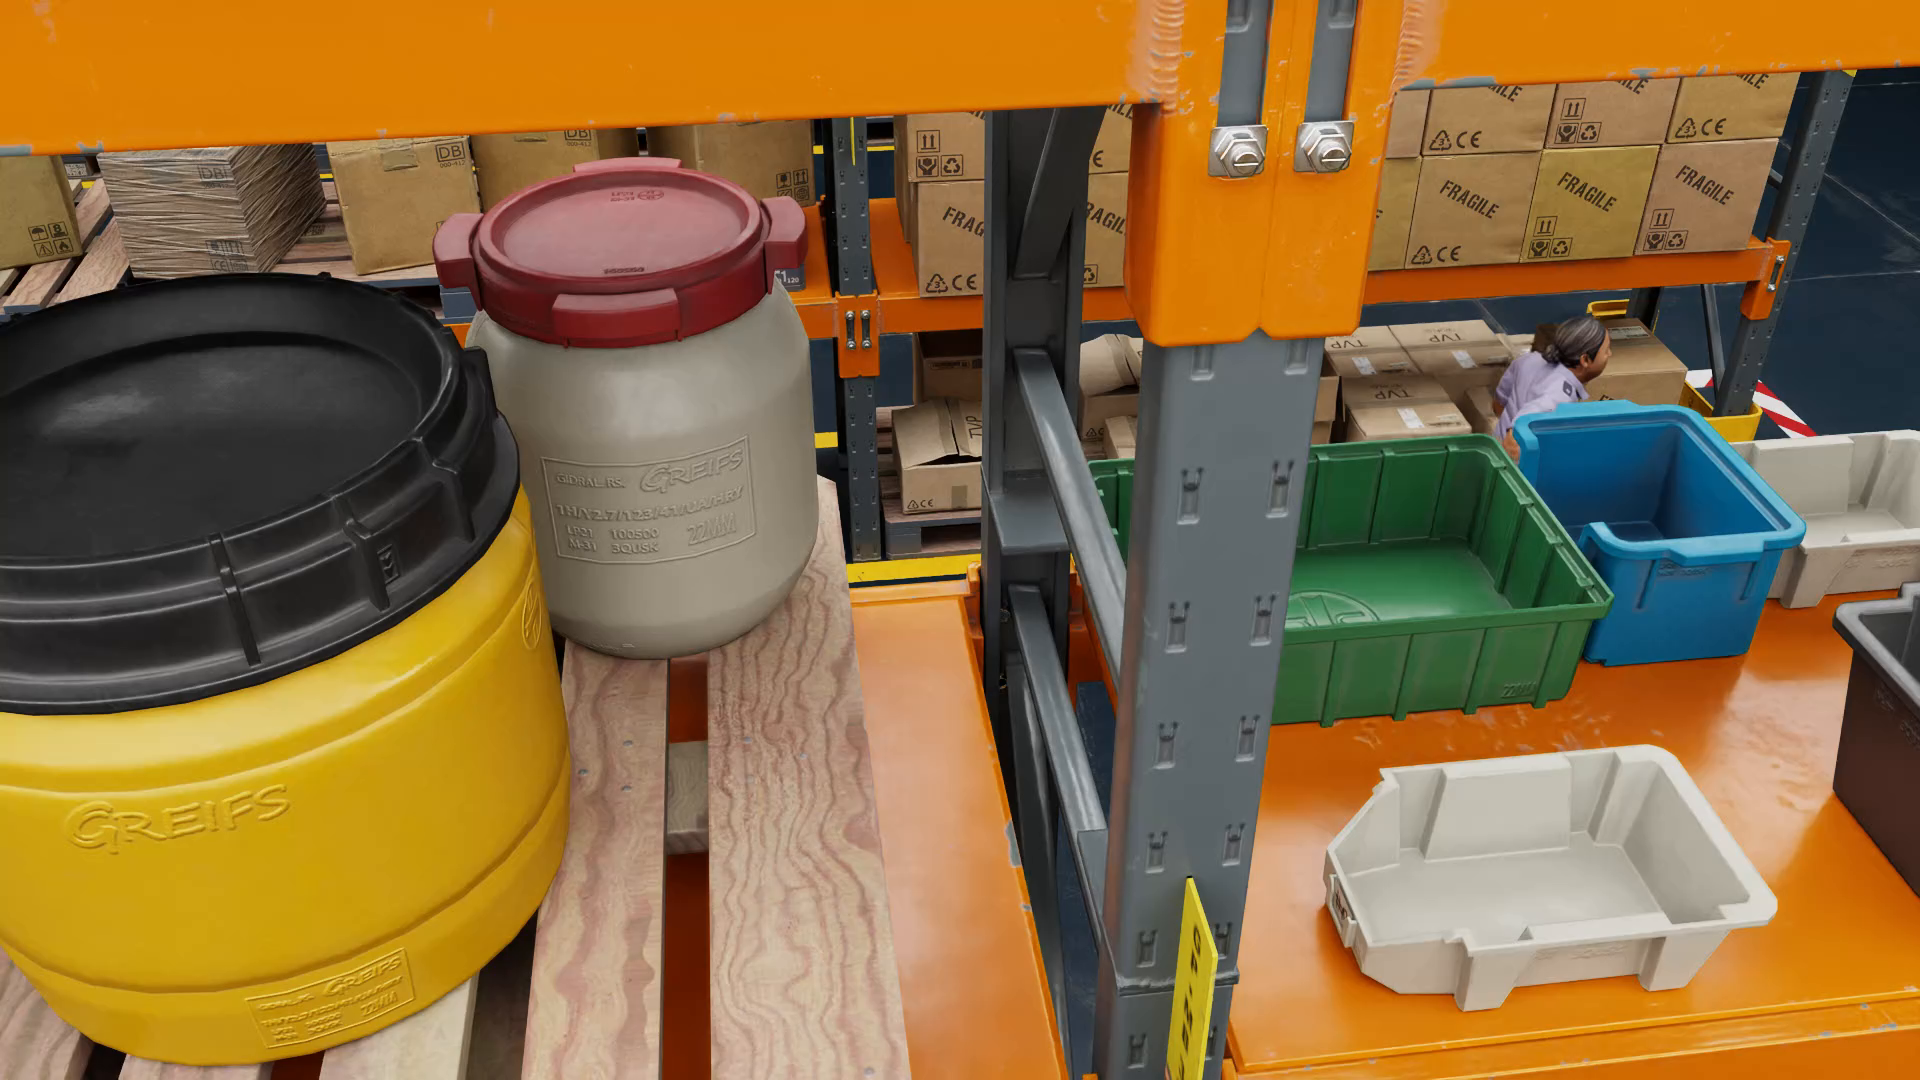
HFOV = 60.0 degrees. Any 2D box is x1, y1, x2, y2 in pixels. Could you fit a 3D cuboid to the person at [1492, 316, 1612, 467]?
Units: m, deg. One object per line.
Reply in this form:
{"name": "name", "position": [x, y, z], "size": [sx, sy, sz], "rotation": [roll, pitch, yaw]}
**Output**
{"name": "person", "position": [2.006, -0.138, 6.429], "size": [0.891, 1.583, 0.595], "rotation": [-4, 35, -6]}
